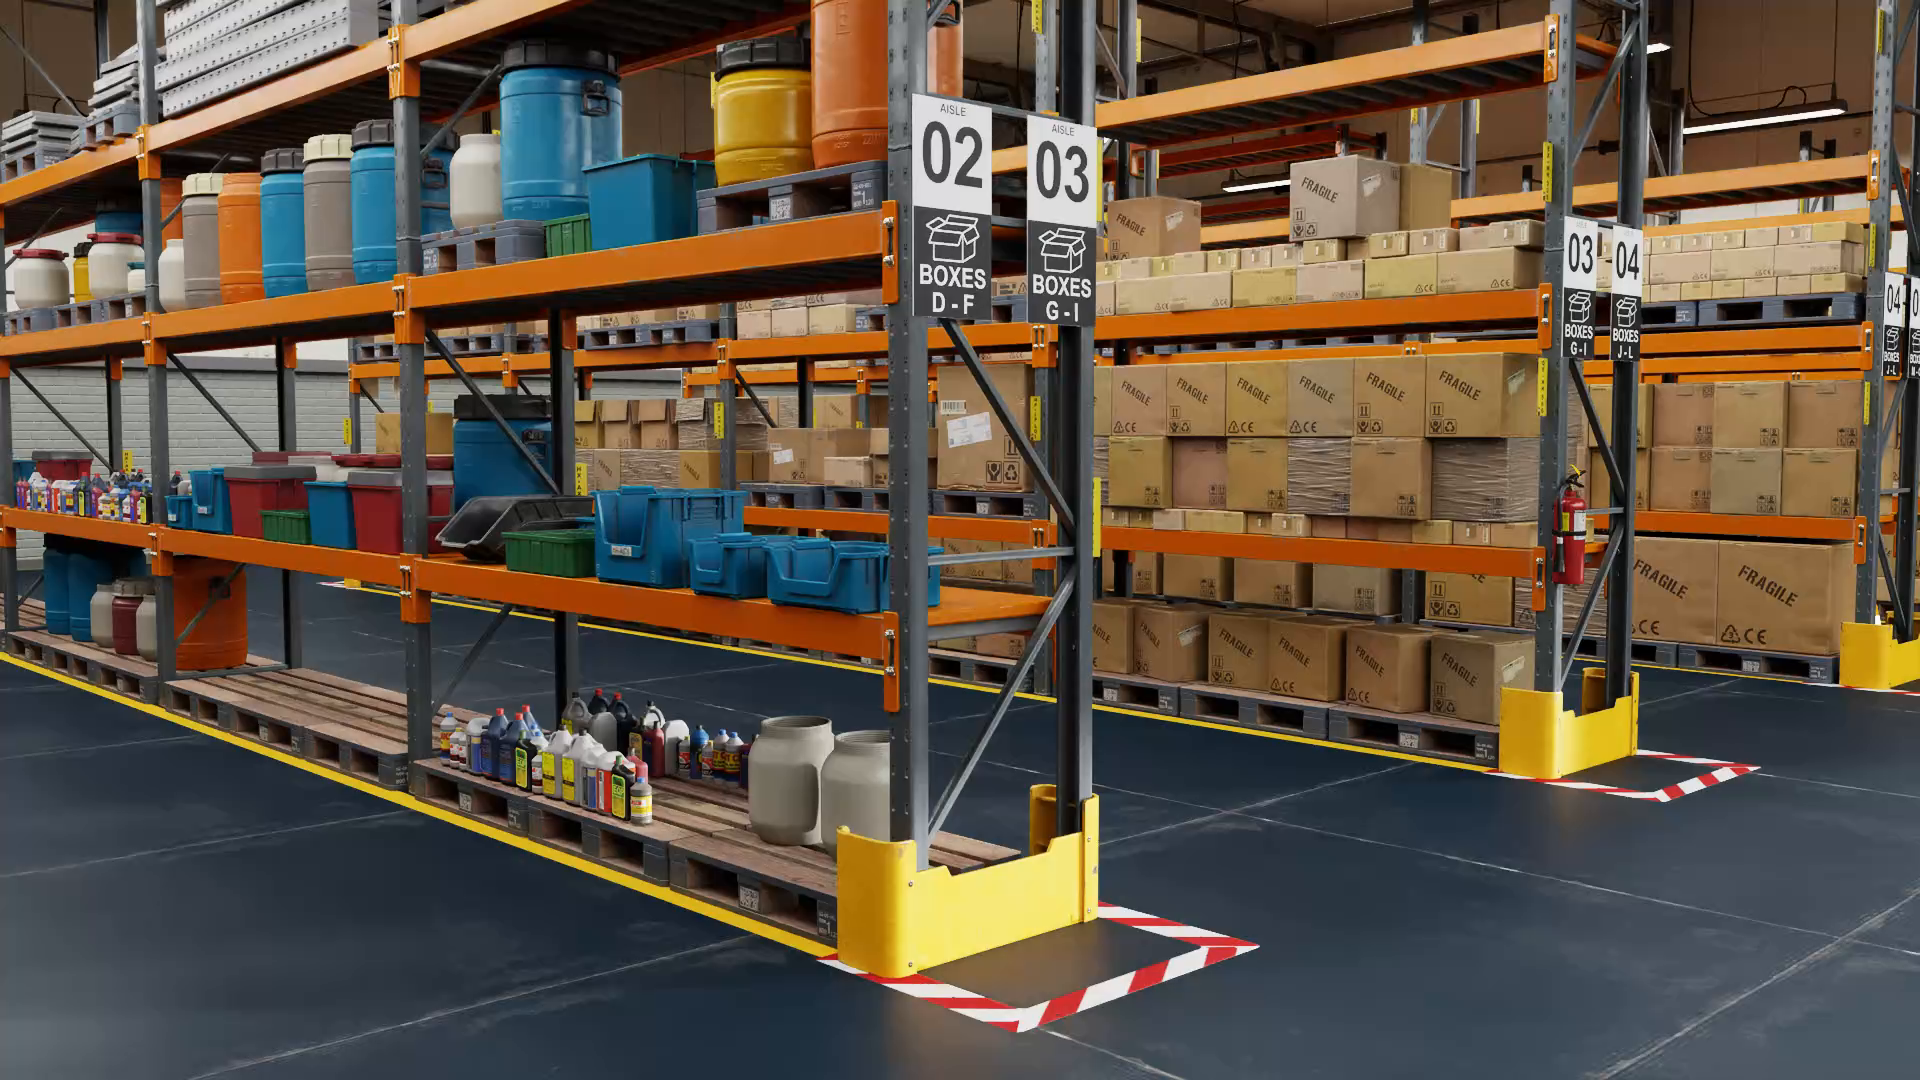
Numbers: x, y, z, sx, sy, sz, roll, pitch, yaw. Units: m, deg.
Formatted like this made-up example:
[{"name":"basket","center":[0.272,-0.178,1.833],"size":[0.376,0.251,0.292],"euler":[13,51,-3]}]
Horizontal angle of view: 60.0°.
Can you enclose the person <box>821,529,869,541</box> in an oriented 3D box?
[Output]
[{"name":"person","center":[-1.194,-0.049,17.459],"size":[0.416,1.774,0.656],"euler":[4,5,44]}]
